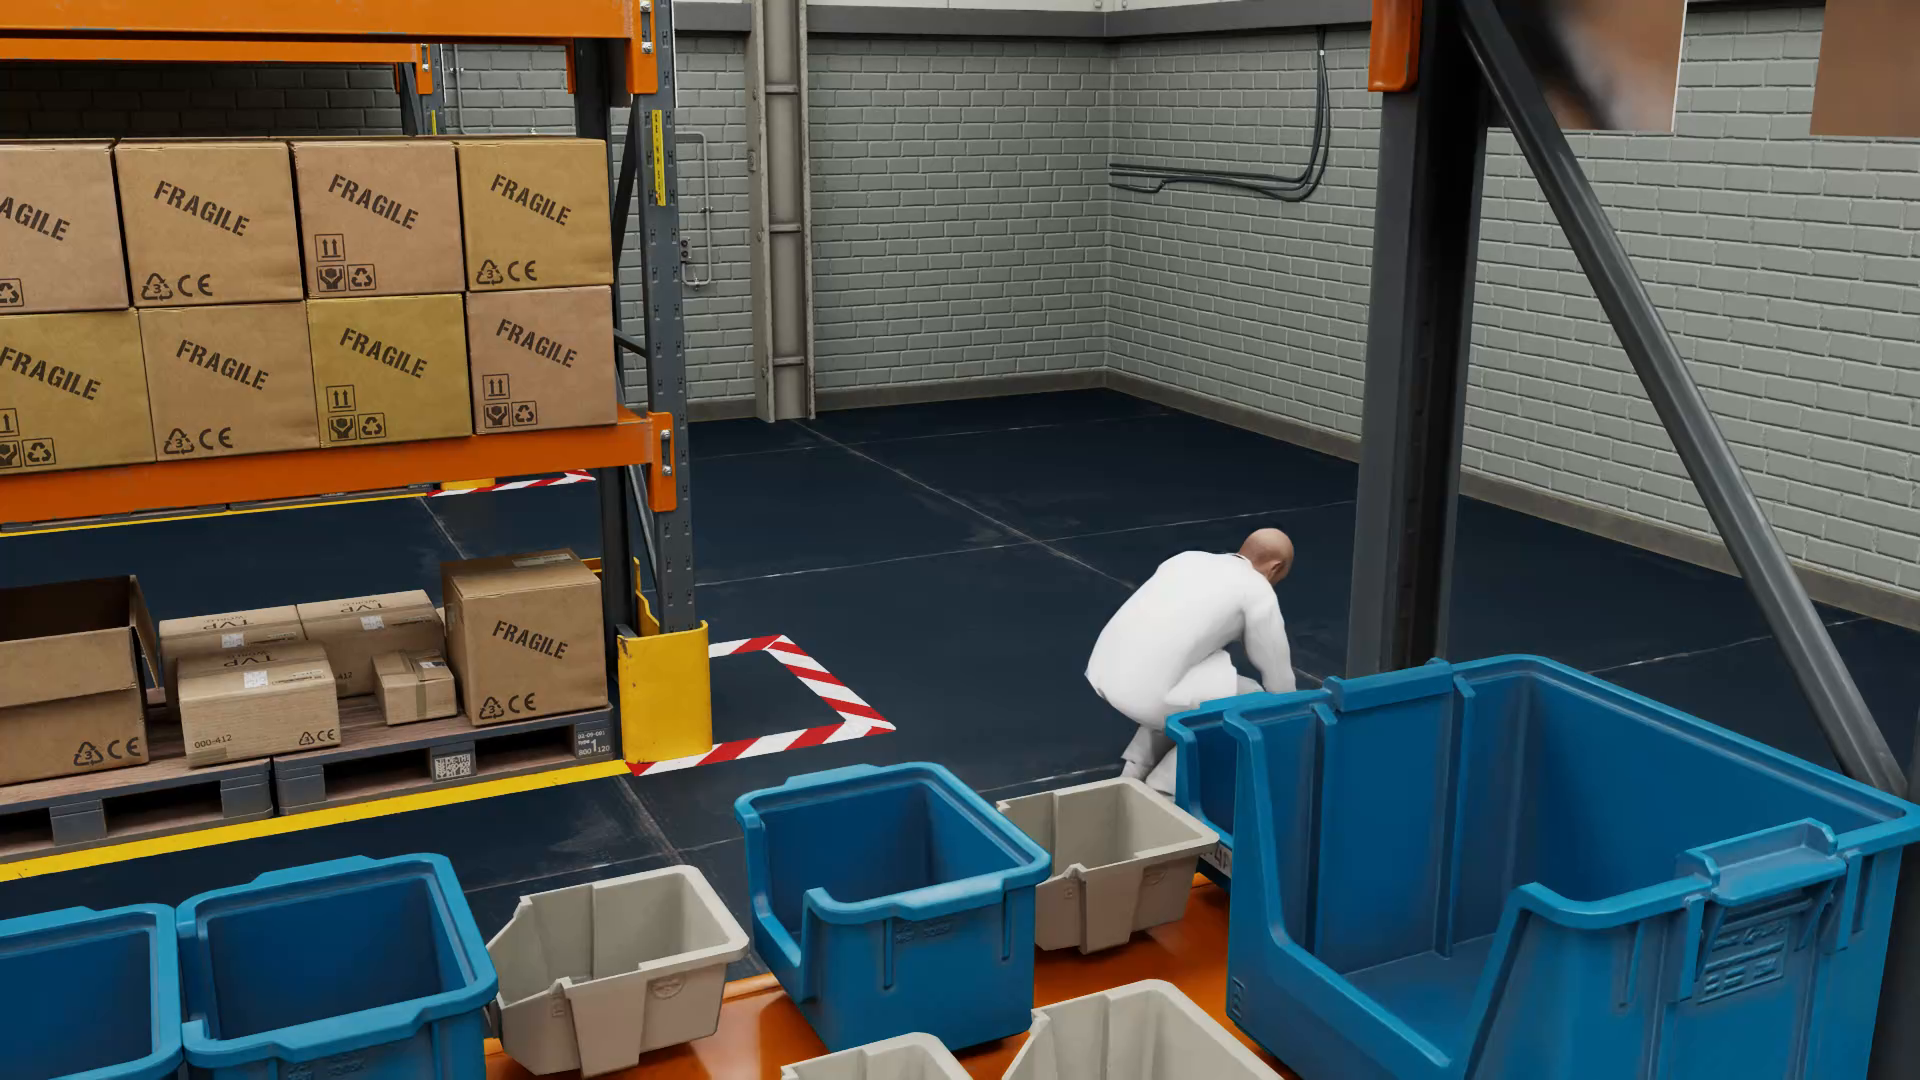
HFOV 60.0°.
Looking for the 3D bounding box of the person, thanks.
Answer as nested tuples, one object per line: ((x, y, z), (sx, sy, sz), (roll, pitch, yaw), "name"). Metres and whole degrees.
((0.867, 0.455, 5.989), (0.906, 0.931, 0.610), (-7, 17, -25), "person")
